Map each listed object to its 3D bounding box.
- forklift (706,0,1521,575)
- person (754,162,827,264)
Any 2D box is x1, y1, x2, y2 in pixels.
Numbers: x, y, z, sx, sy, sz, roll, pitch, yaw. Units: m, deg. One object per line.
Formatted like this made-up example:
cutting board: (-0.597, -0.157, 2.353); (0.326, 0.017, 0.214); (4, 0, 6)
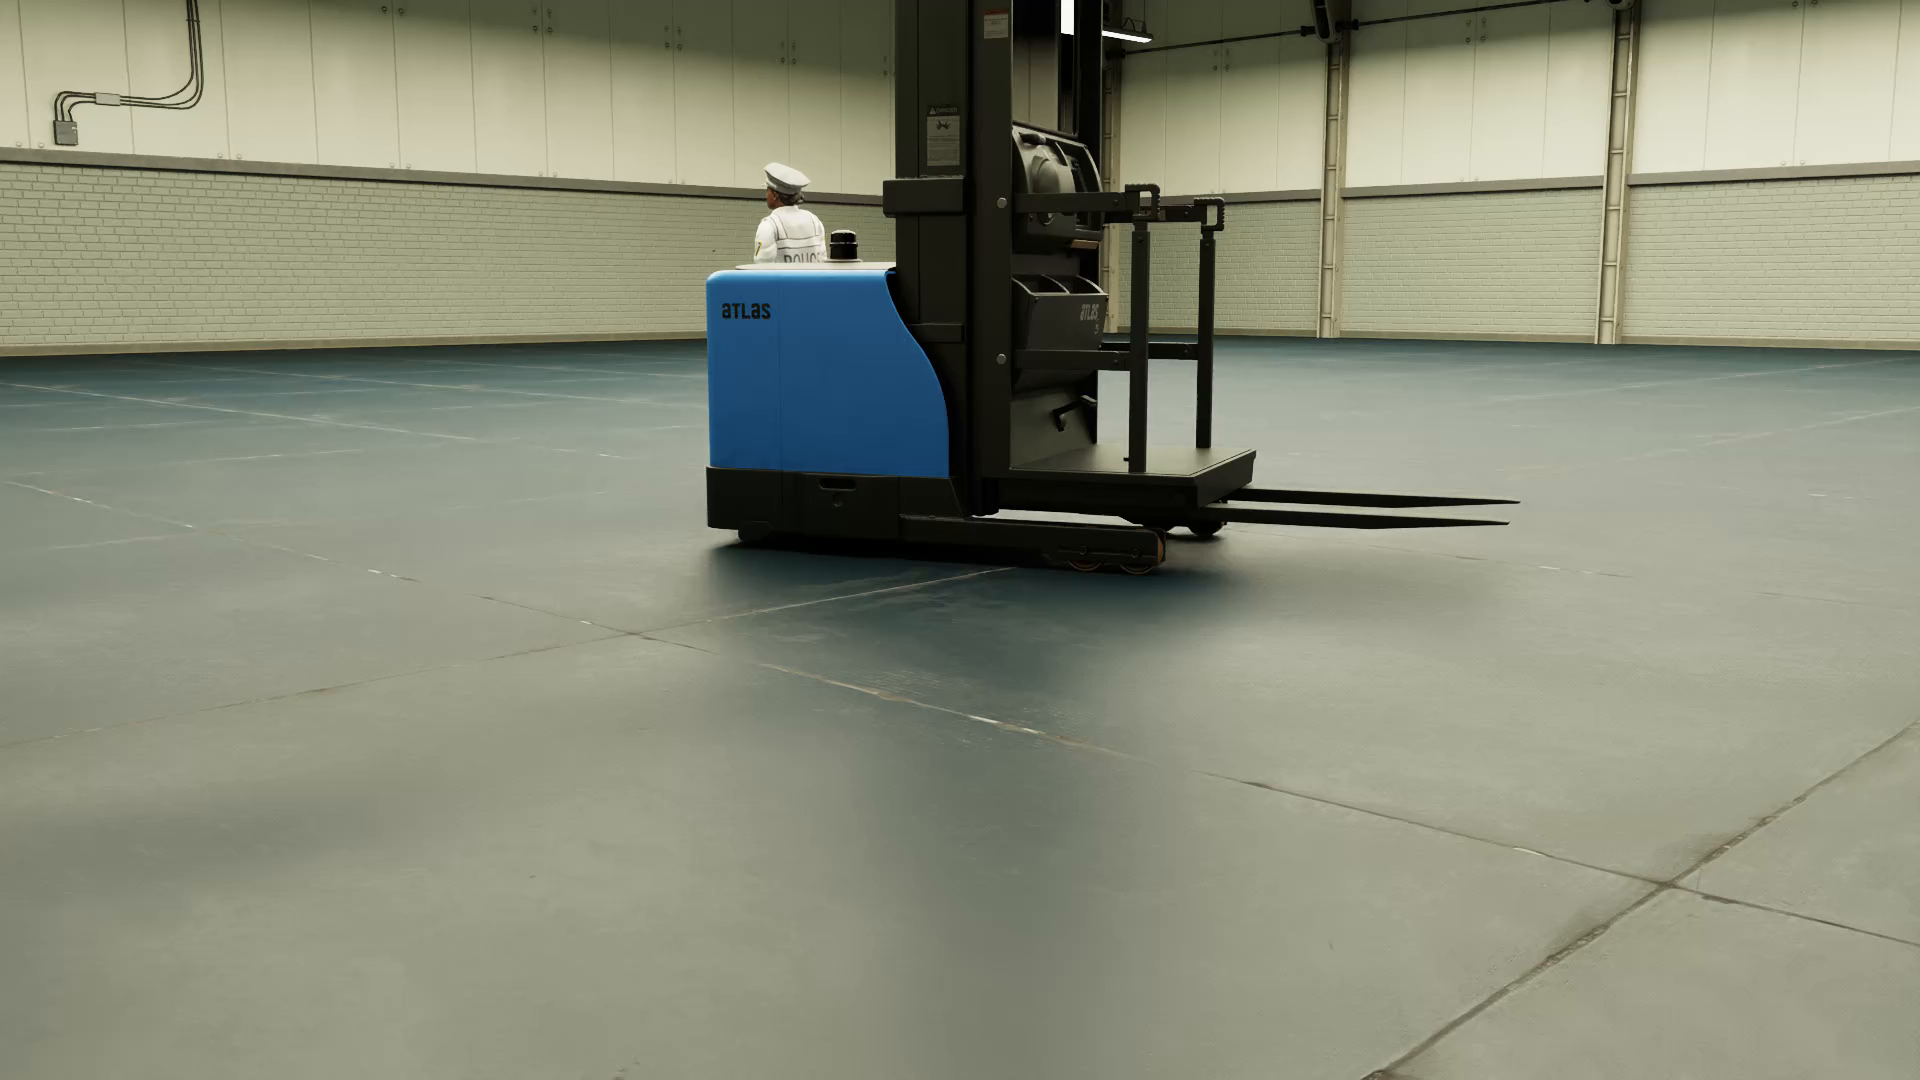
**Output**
forklift: (0.565, -1.416, 6.275); (3.031, 2.935, 1.130); (3, 9, 22)
person: (-1.022, -1.285, 9.510); (0.570, 1.697, 0.528); (-8, 12, -42)
